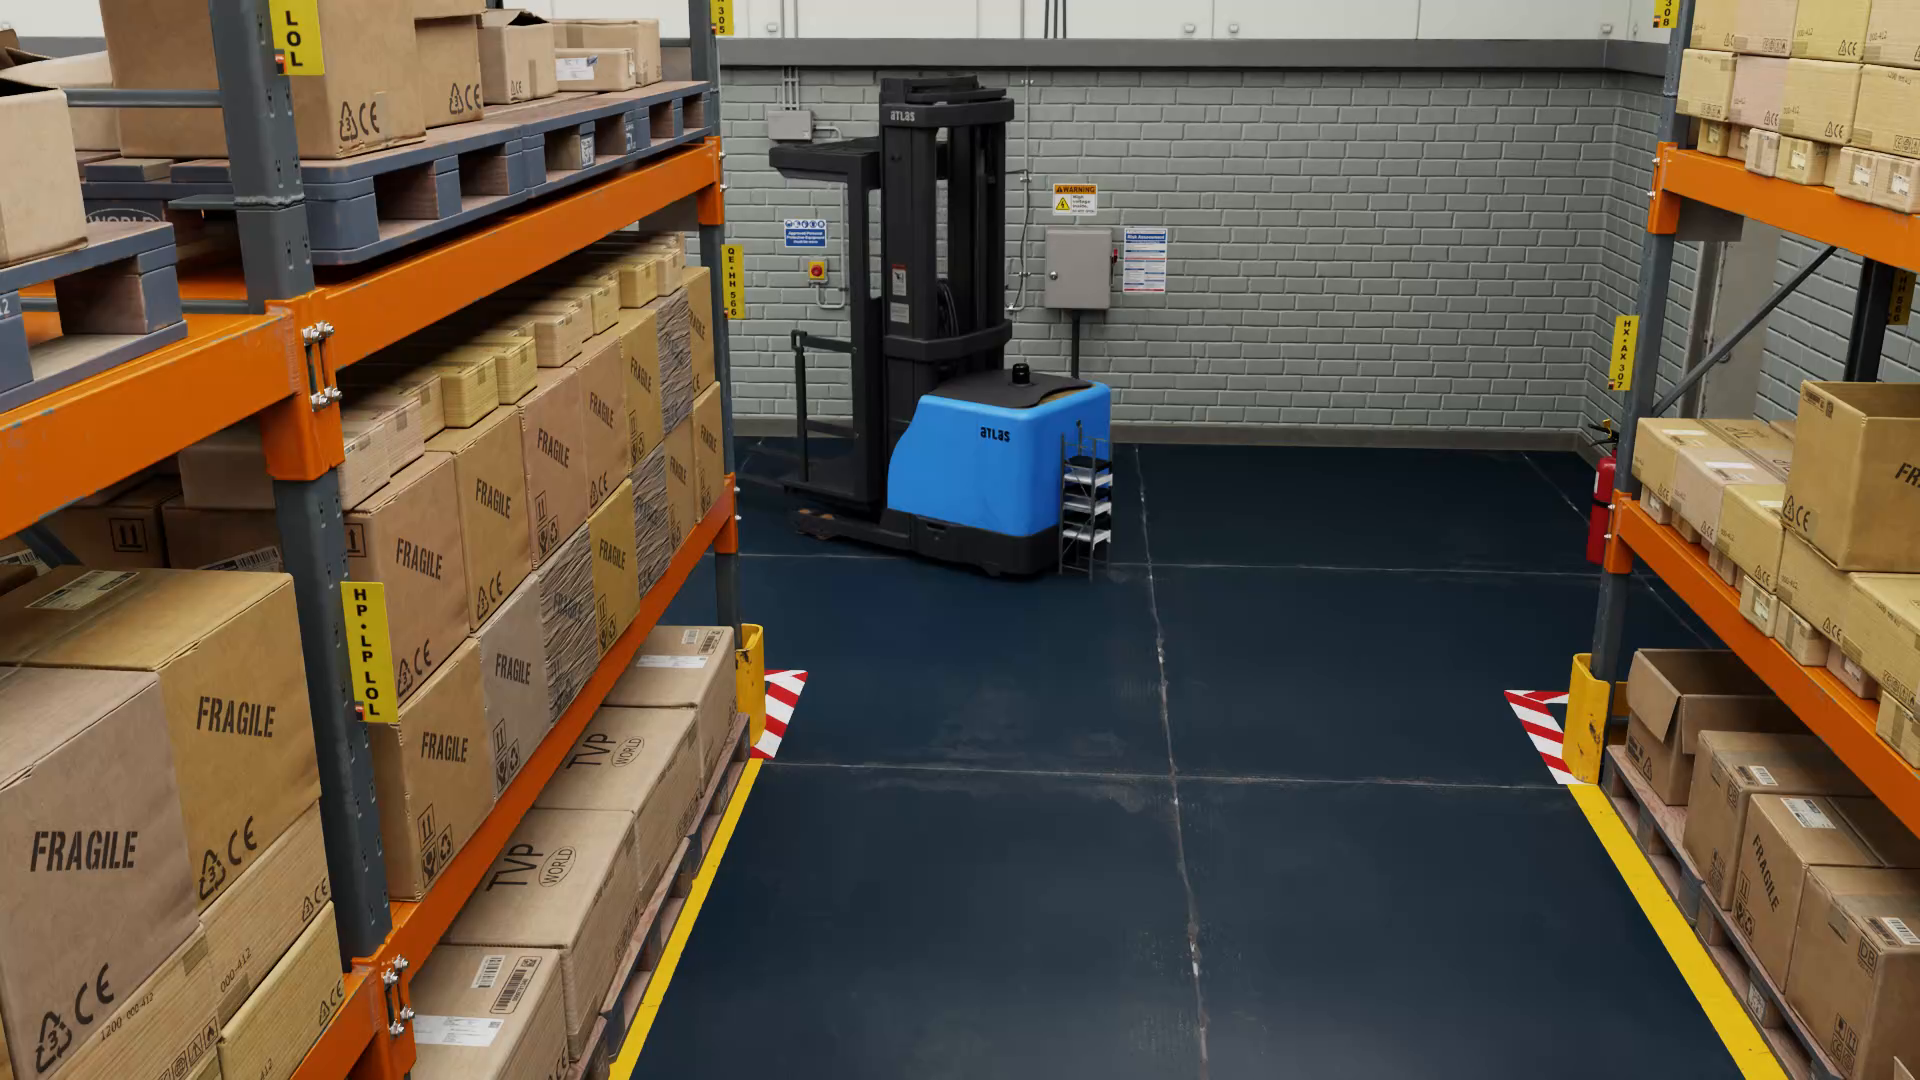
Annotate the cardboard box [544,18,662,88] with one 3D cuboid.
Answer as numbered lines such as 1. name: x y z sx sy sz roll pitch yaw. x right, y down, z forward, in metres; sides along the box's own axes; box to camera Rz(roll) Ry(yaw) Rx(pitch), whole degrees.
1. cardboard box: -1.486 -1.952 6.652 0.500 0.250 0.500 0 18 -1

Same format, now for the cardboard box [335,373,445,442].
1. cardboard box: -1.571 -0.334 4.317 0.380 0.149 0.250 1 18 3

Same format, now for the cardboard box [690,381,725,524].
1. cardboard box: -1.314 -0.384 7.119 0.500 0.500 0.500 1 18 4

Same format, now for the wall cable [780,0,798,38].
1. wall cable: -1.417 -5.116 12.086 0.463 3.000 0.029 1 18 4

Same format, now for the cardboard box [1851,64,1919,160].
1. cardboard box: 3.024 -1.269 4.923 0.500 0.250 0.500 1 18 3

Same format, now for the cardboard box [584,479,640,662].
1. cardboard box: -1.417 0.092 5.665 0.500 0.500 0.500 2 18 6

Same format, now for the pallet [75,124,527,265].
1. pallet: -1.762 -0.888 4.140 1.003 0.211 1.213 1 18 4

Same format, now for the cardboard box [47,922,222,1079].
1. cardboard box: -1.648 0.881 2.855 0.500 0.250 0.500 2 18 5

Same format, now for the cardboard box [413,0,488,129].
1. cardboard box: -1.766 -1.392 4.534 0.797 0.503 0.637 3 18 8

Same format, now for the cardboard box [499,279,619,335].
1. cardboard box: -1.407 -0.810 5.770 0.380 0.149 0.250 2 18 5

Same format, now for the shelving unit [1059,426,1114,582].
1. shelving unit: 0.768 -0.221 10.152 0.258 0.900 0.210 12 22 33

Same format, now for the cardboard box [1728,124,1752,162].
1. cardboard box: 3.160 -1.513 6.310 0.380 0.149 0.250 2 18 5

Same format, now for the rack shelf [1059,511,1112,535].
1. rack shelf: 0.768 -0.104 10.191 0.258 0.077 0.200 12 22 33

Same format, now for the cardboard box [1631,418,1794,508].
1. cardboard box: 3.106 -0.318 6.840 0.500 0.250 0.500 1 18 4

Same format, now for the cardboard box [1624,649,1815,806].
1. cardboard box: 3.269 0.792 7.025 0.797 0.503 0.637 1 18 2

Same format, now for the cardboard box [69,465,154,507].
1. cardboard box: -2.126 -0.184 3.859 0.380 0.149 0.250 1 18 3

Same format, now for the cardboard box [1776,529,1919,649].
1. cardboard box: 3.022 0.155 5.395 0.500 0.250 0.500 1 18 2

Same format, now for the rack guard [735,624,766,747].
1. rack guard: -1.542 0.688 8.021 1.175 0.500 0.348 1 18 4

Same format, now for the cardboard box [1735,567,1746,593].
1. cardboard box: 3.061 0.154 6.038 0.380 0.149 0.250 2 18 5

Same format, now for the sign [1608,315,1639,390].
1. sign: 2.866 -0.807 7.177 0.100 0.325 0.005 1 18 4

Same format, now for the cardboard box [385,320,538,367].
1. cardboard box: -1.508 -0.571 5.041 0.380 0.149 0.250 1 18 4

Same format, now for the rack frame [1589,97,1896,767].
1. rack frame: 3.407 -0.383 7.275 1.000 3.000 0.127 1 18 4

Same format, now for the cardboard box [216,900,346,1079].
1. cardboard box: -1.611 0.966 3.399 0.500 0.250 0.500 1 18 3

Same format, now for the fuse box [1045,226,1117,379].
1. fuse box: 0.922 -1.540 12.875 0.539 1.711 0.414 1 18 4

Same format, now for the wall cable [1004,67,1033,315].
1. wall cable: 0.253 -2.699 12.712 0.588 1.984 0.122 1 18 4

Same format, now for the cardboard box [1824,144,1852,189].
1. cardboard box: 3.036 -1.199 5.352 0.380 0.149 0.250 1 18 3

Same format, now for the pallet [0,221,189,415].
1. pallet: -1.847 -0.299 2.508 0.805 0.209 1.217 1 18 2

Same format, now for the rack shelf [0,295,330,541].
1. rack shelf: -1.974 0.287 1.567 1.077 0.370 4.000 1 18 4

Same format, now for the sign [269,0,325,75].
1. sign: -1.289 -1.062 3.194 0.100 0.325 0.005 1 18 4

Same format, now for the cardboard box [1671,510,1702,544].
1. cardboard box: 3.138 -0.088 6.777 0.380 0.149 0.250 2 18 5

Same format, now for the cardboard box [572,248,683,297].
1. cardboard box: -1.299 -1.046 6.491 0.380 0.149 0.250 1 18 3

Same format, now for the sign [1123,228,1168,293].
1. sign: 1.429 -2.160 12.852 0.329 0.494 0.001 1 18 4

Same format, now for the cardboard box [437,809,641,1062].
1. cardboard box: -1.615 1.297 5.588 0.875 0.438 0.875 1 18 2

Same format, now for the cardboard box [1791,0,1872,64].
1. cardboard box: 3.047 -1.670 5.346 0.500 0.250 0.500 1 18 3

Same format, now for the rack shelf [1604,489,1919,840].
1. rack shelf: 3.264 0.580 5.491 1.077 0.370 4.000 1 18 4

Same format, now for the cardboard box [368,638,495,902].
1. cardboard box: -1.536 0.562 4.229 0.500 0.500 0.500 2 18 6

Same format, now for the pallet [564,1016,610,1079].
1. pallet: -1.698 1.840 4.968 1.003 0.211 1.213 1 18 4

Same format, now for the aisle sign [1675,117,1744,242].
1. aisle sign: 3.119 -1.646 6.955 0.394 0.787 0.004 1 18 4

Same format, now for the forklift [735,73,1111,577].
1. forklift: -0.522 -1.512 10.830 3.031 2.935 1.130 13 22 34

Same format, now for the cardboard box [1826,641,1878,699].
1. cardboard box: 3.020 0.395 5.303 0.380 0.149 0.250 1 18 4

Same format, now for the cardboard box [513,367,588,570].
1. cardboard box: -1.464 -0.231 5.045 0.500 0.500 0.500 2 18 5

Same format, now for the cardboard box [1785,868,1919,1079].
1. cardboard box: 3.094 1.380 5.234 0.700 0.500 0.500 1 18 2

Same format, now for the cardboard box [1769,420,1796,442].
1. cardboard box: 3.639 -0.304 6.798 0.500 0.250 0.500 2 18 6

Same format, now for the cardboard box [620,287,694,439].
1. cardboard box: -1.349 -0.697 6.468 0.500 0.500 0.500 1 18 4

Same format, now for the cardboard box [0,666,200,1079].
1. cardboard box: -1.642 0.532 2.715 0.500 0.500 0.500 2 18 5

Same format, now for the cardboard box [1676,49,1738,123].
1. cardboard box: 3.103 -1.747 6.383 0.500 0.250 0.500 1 18 3

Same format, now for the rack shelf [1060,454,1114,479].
1. rack shelf: 0.768 -0.446 10.079 0.258 0.077 0.200 12 22 33

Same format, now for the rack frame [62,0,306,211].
1. rack frame: -1.831 -2.101 2.884 1.000 3.000 0.127 1 18 4
